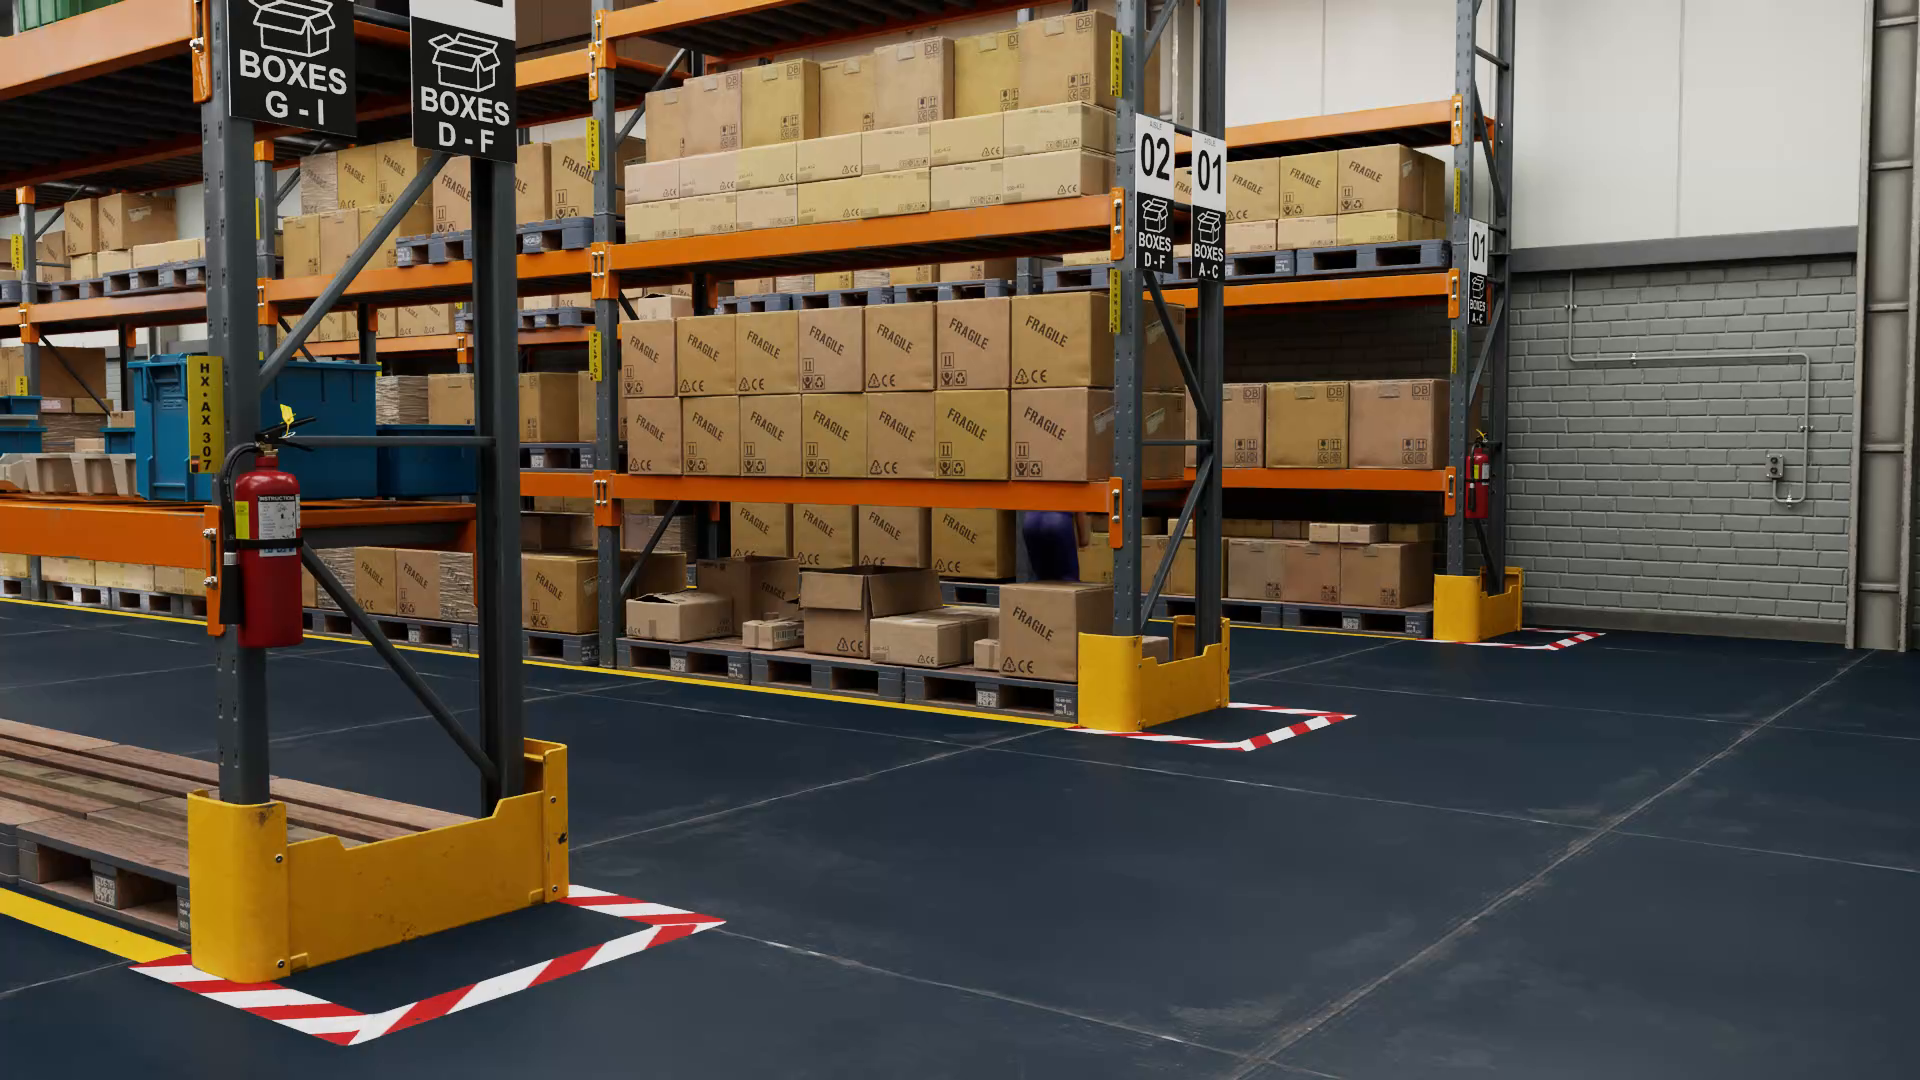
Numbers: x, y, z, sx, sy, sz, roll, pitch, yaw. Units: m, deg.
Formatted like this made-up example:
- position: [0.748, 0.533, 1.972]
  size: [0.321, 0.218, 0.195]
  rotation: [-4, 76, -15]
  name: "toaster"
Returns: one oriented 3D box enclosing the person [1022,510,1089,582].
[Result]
- position: [0.764, -0.047, 13.246]
  size: [0.438, 1.582, 0.576]
  rotation: [2, 4, 35]
  name: "person"
